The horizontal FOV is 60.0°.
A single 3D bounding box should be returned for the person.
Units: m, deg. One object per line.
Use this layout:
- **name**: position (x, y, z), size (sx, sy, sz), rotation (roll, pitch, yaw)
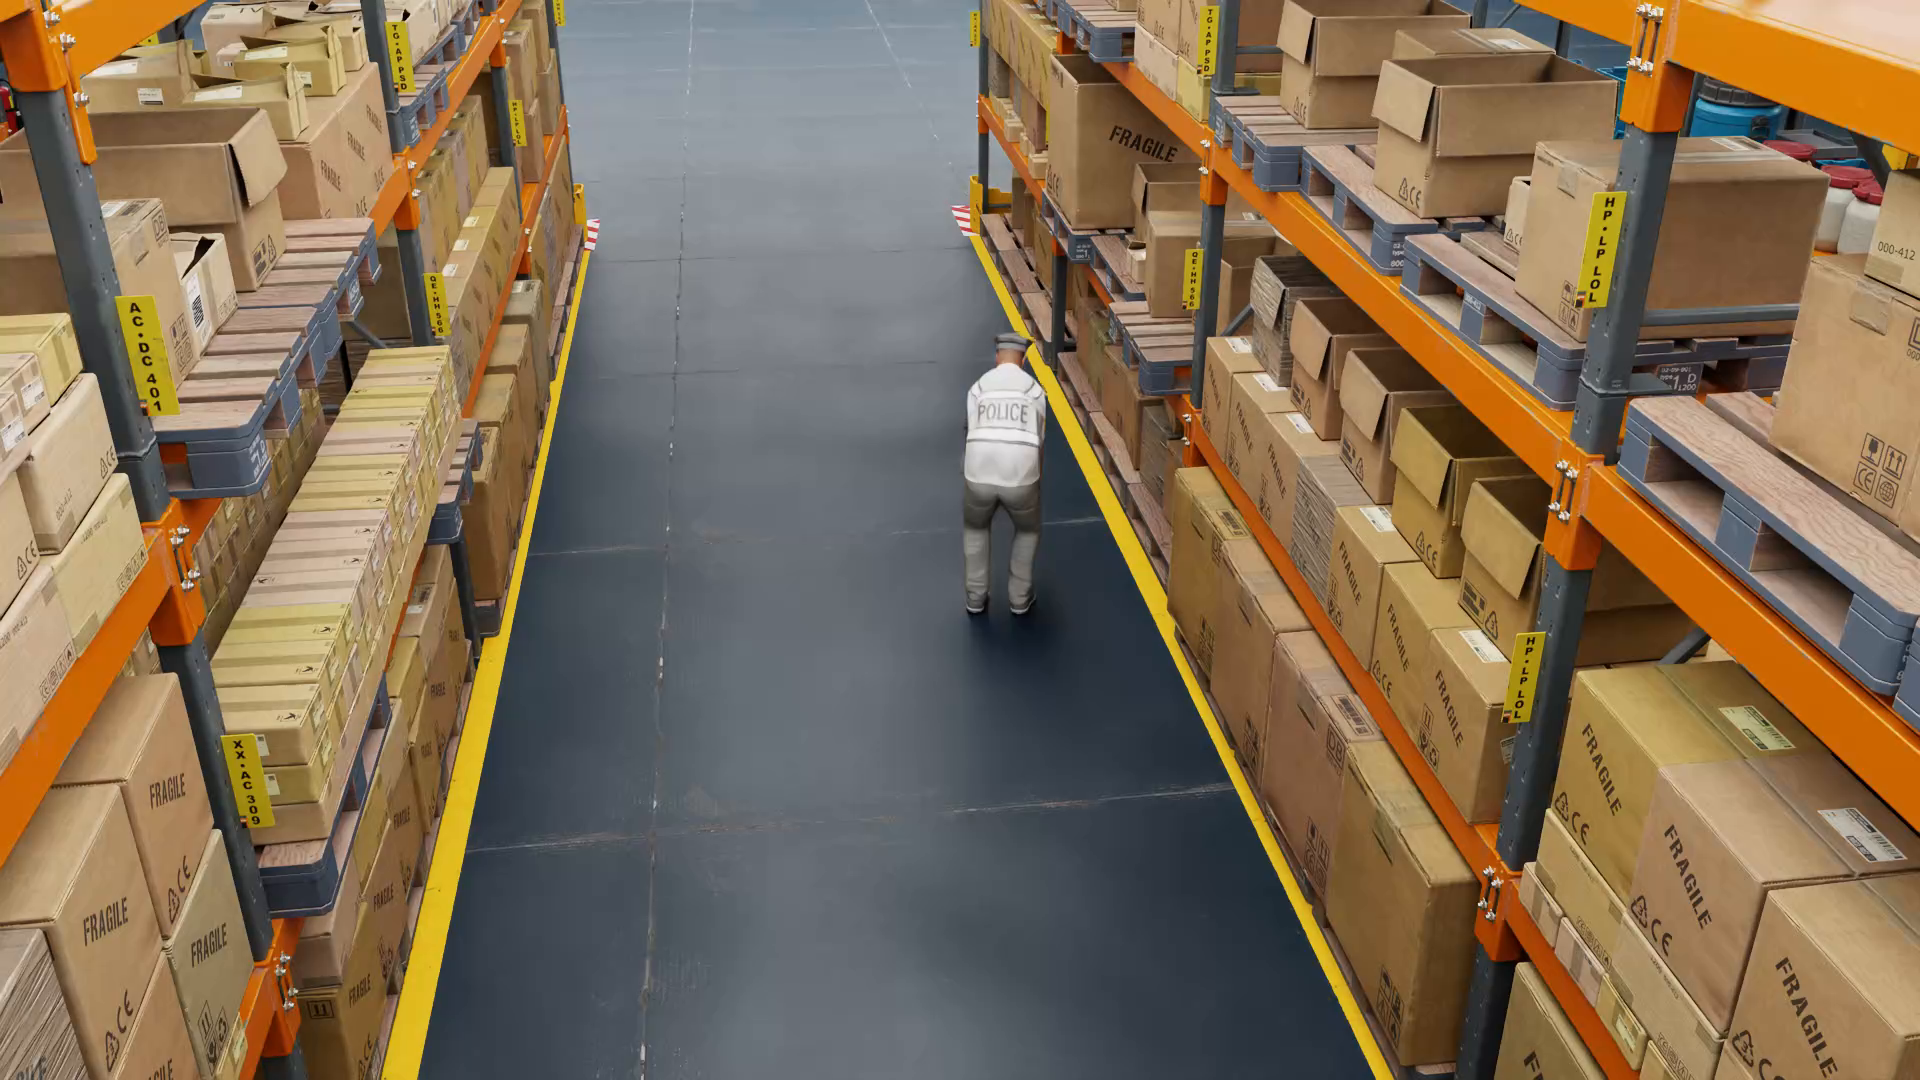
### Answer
- **person**: position (0.260, -0.375, 9.587), size (0.467, 1.541, 0.858), rotation (4, 27, 8)
